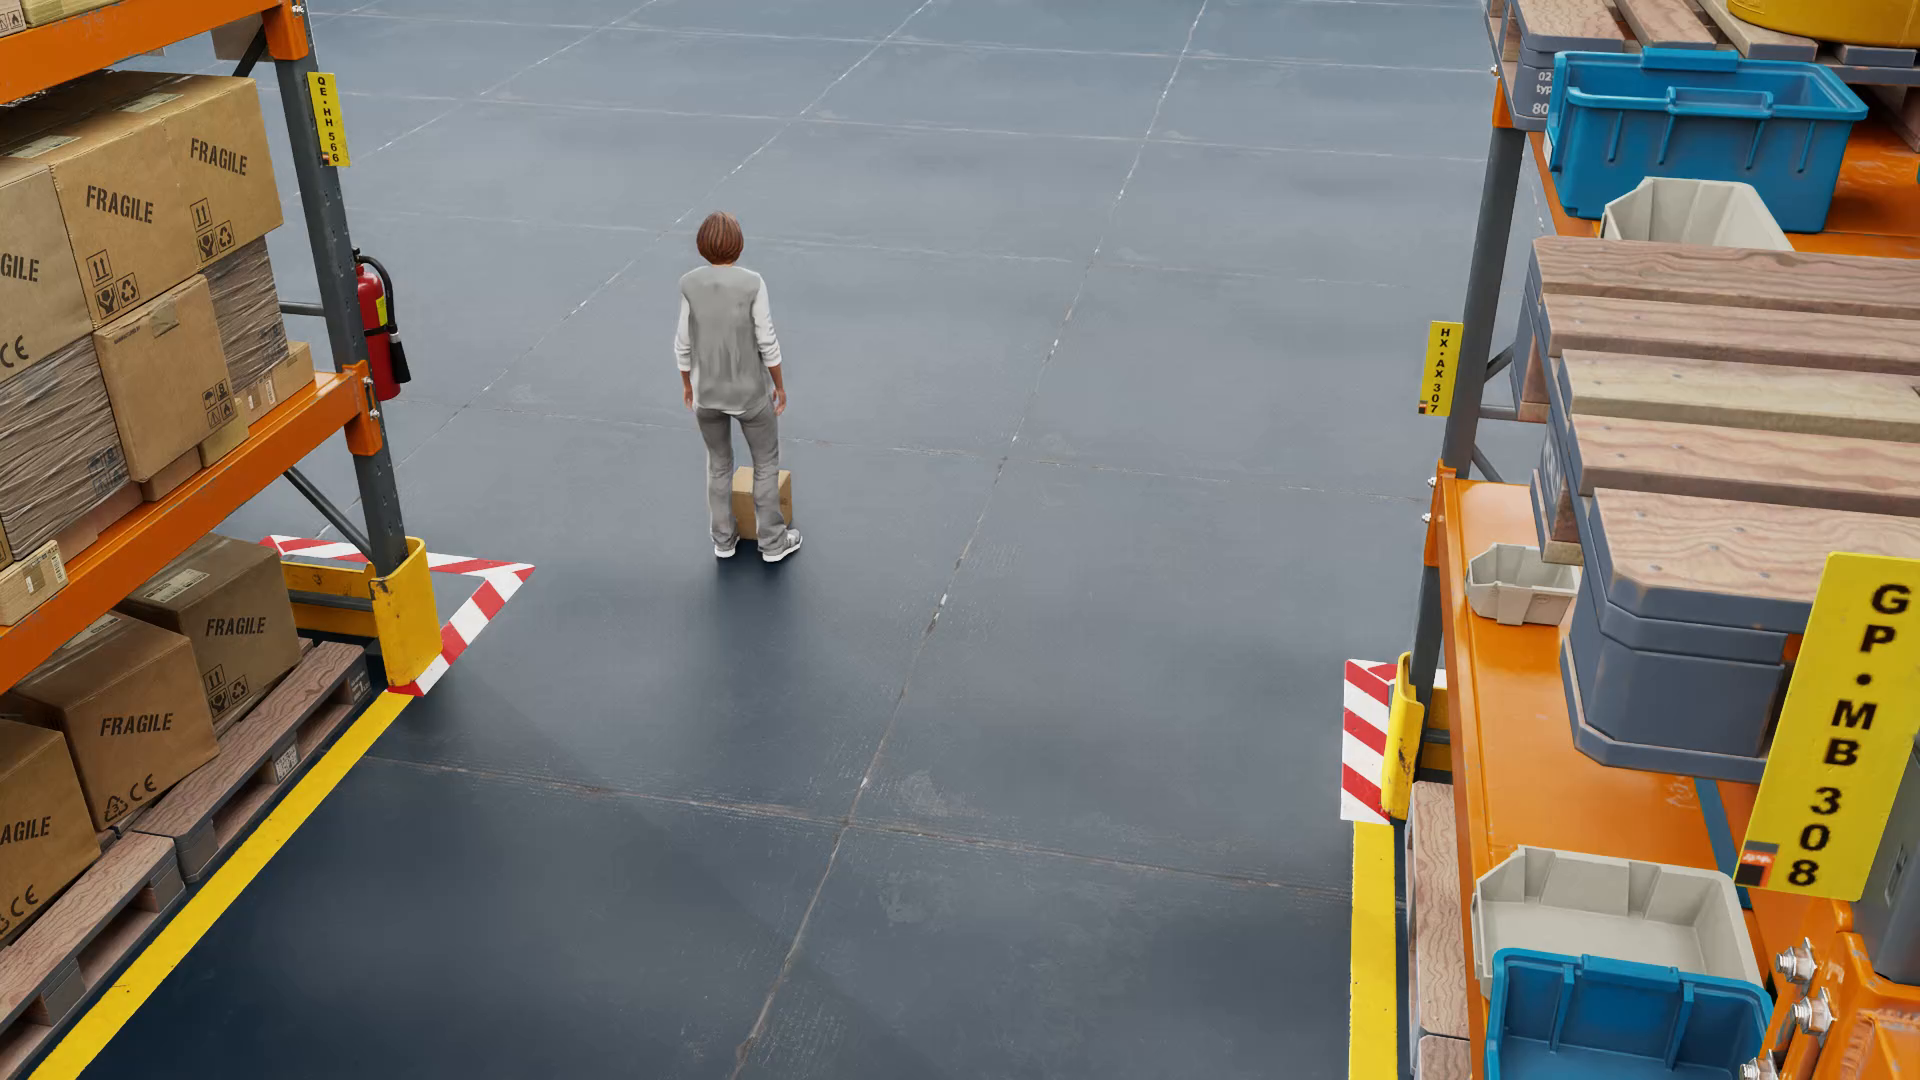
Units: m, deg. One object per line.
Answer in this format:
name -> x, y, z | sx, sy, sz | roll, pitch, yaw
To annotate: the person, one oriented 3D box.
person -> -0.990, -0.642, 7.286 | 0.484, 1.593, 0.345 | 4, 29, 8
